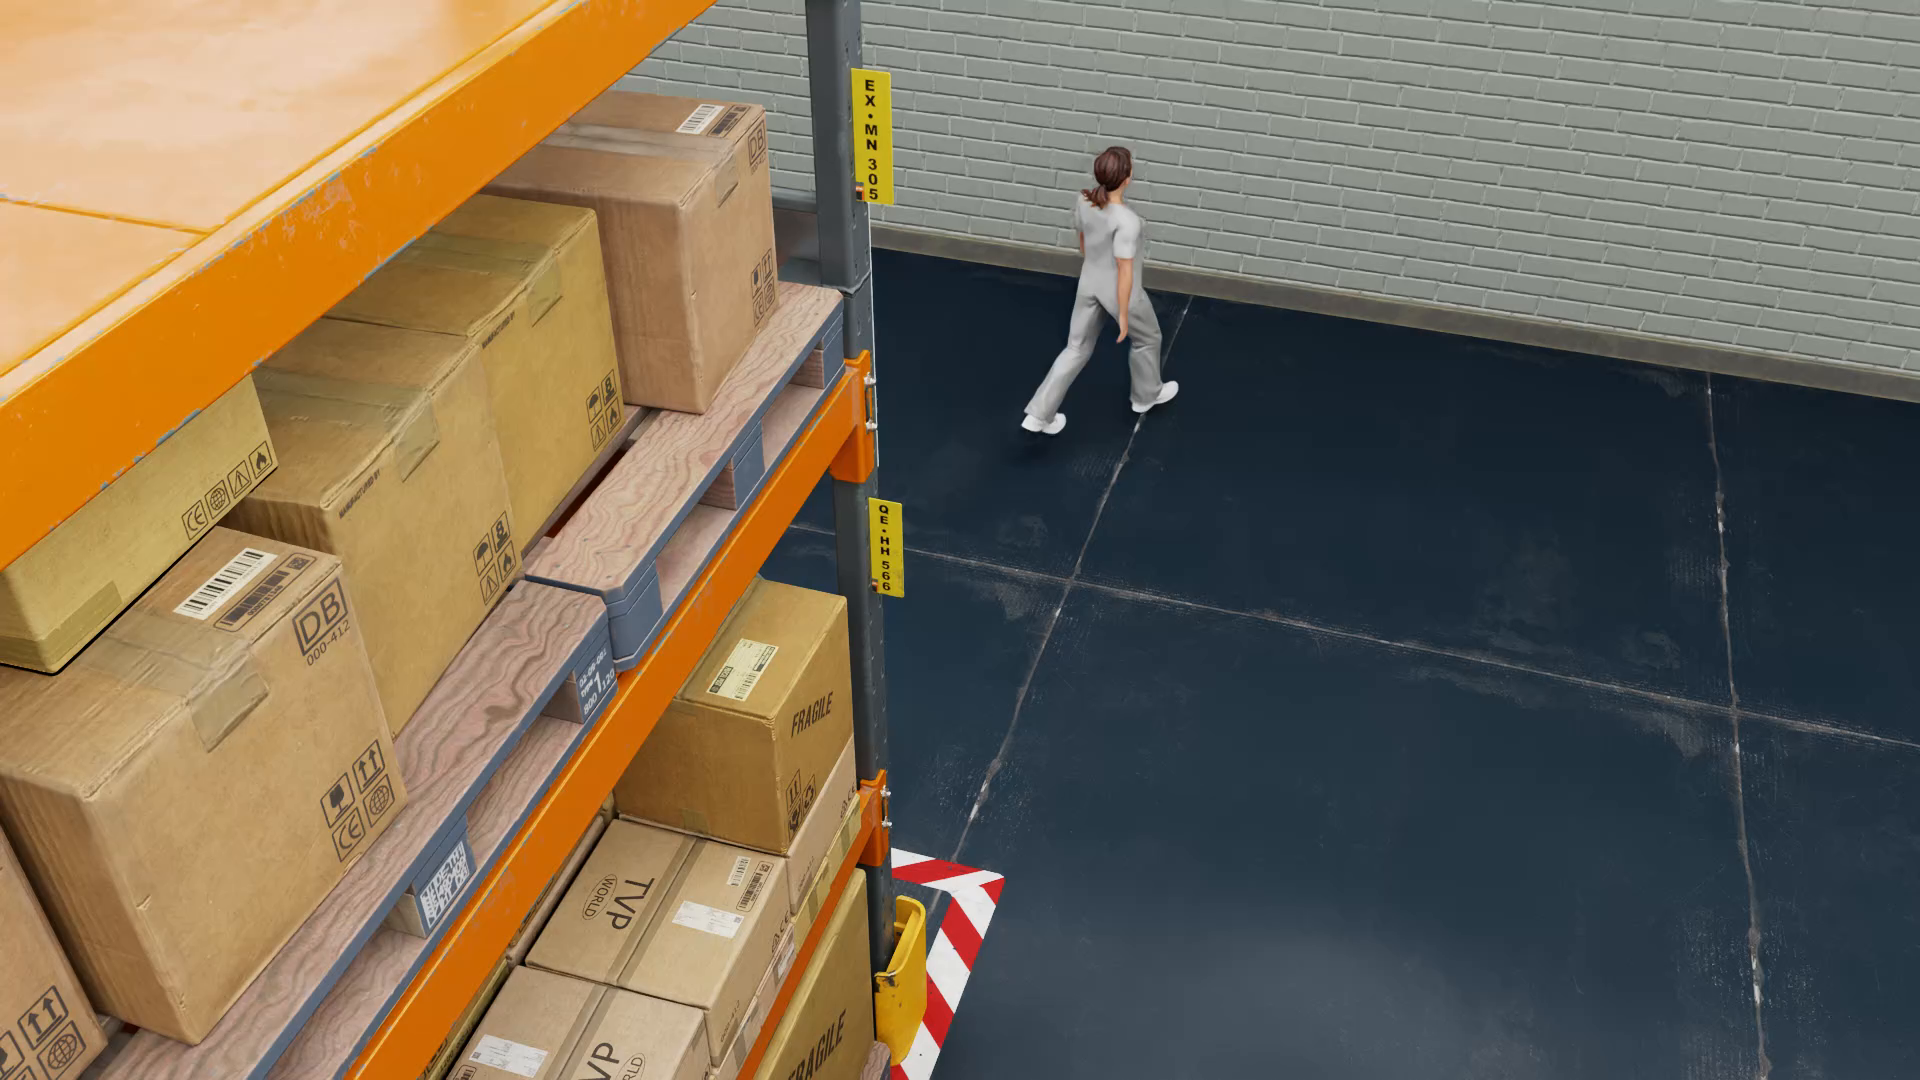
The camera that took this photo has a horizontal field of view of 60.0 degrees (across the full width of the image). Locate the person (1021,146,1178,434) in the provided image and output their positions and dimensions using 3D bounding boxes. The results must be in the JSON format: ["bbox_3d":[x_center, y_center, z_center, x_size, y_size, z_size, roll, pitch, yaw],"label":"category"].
[{"bbox_3d":[0.761,-1.284,8.603,1.032,1.610,0.462,-31,47,-34],"label":"person"}]
